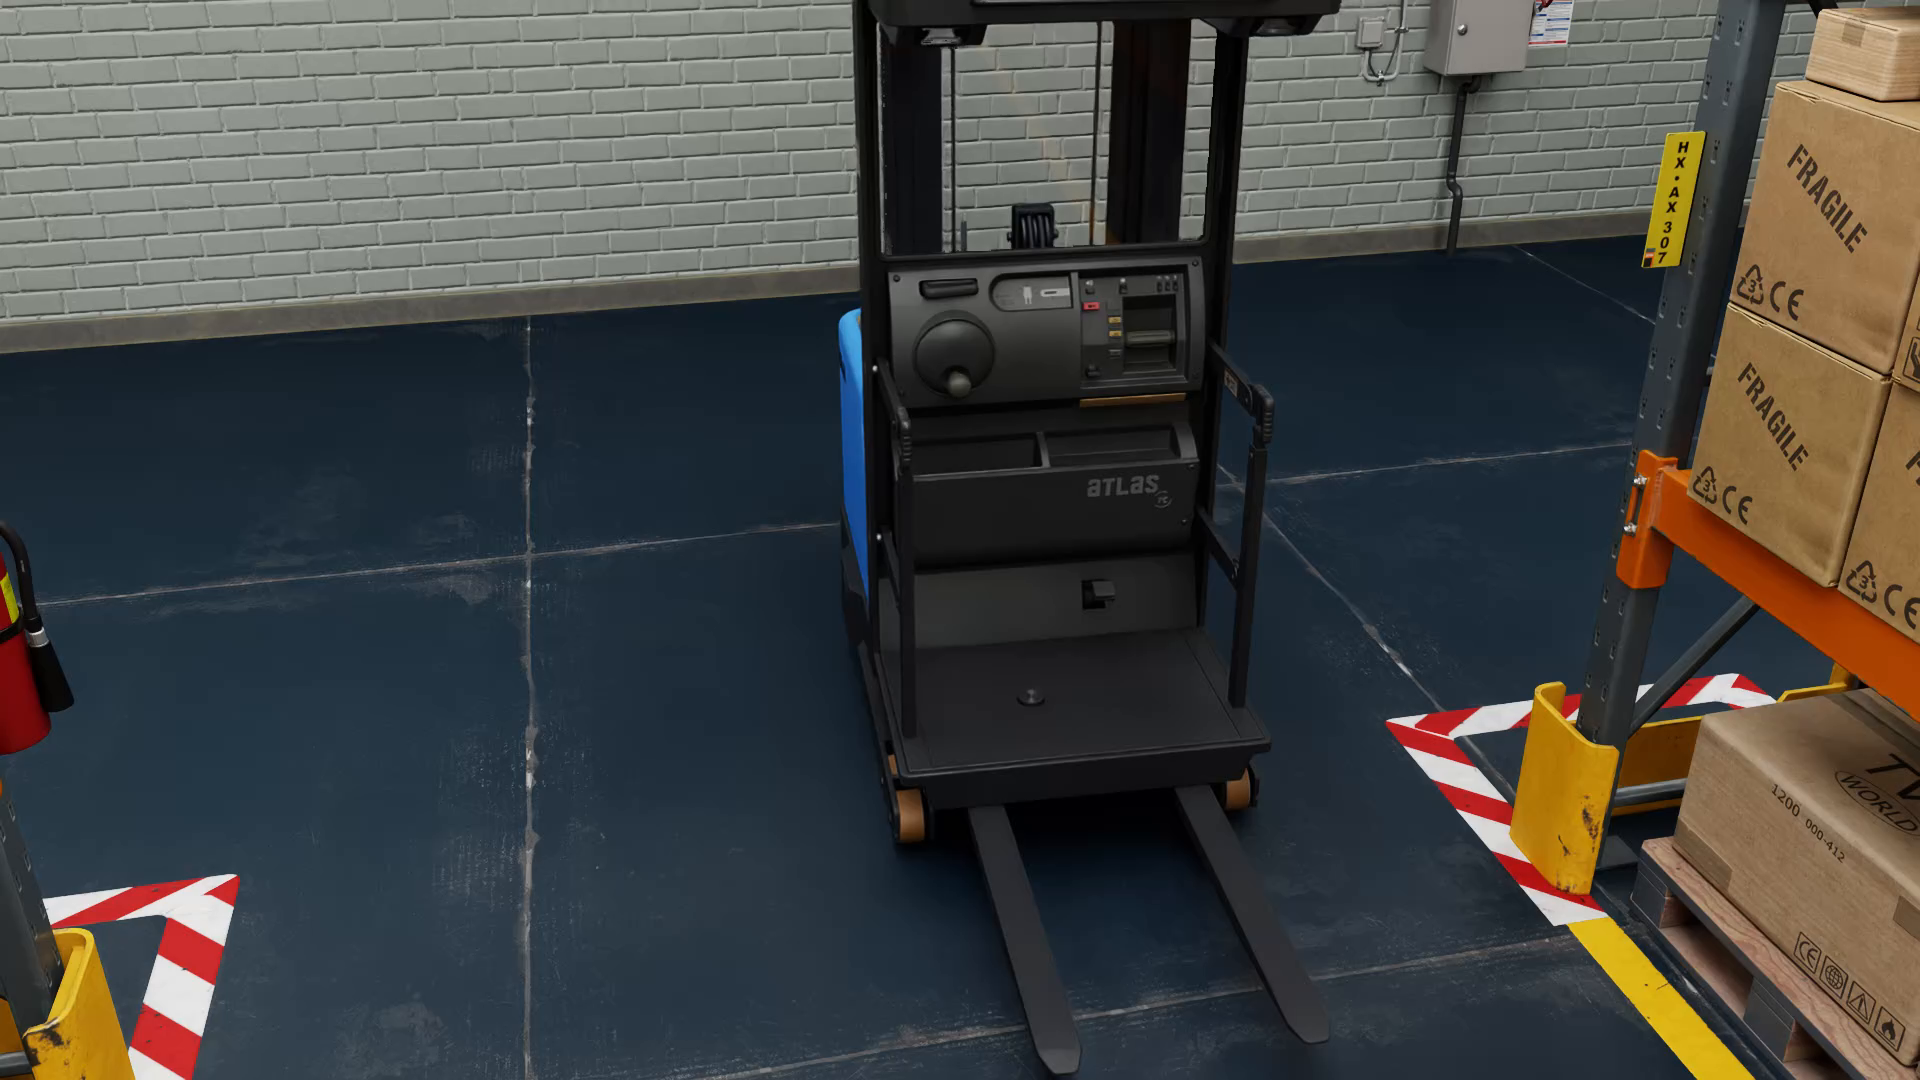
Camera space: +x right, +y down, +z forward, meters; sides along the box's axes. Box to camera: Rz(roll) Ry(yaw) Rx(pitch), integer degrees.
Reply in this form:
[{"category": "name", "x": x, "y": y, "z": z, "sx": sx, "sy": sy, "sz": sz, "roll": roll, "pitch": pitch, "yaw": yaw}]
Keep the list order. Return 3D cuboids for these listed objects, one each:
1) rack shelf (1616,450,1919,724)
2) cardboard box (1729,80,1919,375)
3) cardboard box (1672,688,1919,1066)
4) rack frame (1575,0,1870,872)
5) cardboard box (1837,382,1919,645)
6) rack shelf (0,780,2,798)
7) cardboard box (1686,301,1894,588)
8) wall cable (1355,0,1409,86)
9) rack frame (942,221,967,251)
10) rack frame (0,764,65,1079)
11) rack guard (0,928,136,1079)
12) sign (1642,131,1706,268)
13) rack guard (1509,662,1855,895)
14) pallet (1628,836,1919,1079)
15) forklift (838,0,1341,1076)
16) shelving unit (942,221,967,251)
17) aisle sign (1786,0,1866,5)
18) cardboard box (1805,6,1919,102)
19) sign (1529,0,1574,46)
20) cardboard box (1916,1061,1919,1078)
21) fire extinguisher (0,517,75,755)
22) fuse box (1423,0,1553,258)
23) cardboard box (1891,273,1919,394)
[{"category": "rack shelf", "x": 2.700, "y": 0.755, "z": 2.723, "sx": 1.077, "sy": 0.370, "sz": 4.000, "roll": -6, "pitch": 27, "yaw": -12}, {"category": "cardboard box", "x": 2.080, "y": -0.695, "z": 3.578, "sx": 0.500, "sy": 0.500, "sz": 0.500, "roll": -7, "pitch": 28, "yaw": -13}, {"category": "cardboard box", "x": 2.496, "y": 0.792, "z": 4.230, "sx": 0.875, "sy": 0.438, "sz": 0.875, "roll": -7, "pitch": 28, "yaw": -13}, {"category": "rack frame", "x": 2.250, "y": -0.444, "z": 4.301, "sx": 1.000, "sy": 3.000, "sz": 0.127, "roll": -6, "pitch": 27, "yaw": -12}, {"category": "cardboard box", "x": 2.219, "y": -0.030, "z": 3.369, "sx": 0.500, "sy": 0.500, "sz": 0.500, "roll": -6, "pitch": 27, "yaw": -12}, {"category": "rack shelf", "x": -2.100, "y": 1.302, "z": 1.640, "sx": 1.077, "sy": 0.370, "sz": 4.000, "roll": -6, "pitch": 27, "yaw": -12}, {"category": "cardboard box", "x": 2.078, "y": -0.249, "z": 3.803, "sx": 0.500, "sy": 0.500, "sz": 0.500, "roll": -6, "pitch": 27, "yaw": -12}, {"category": "wall cable", "x": 2.335, "y": -3.520, "z": 9.267, "sx": 0.588, "sy": 1.984, "sz": 0.122, "roll": -6, "pitch": 27, "yaw": -12}, {"category": "rack frame", "x": -0.092, "y": -0.715, "z": 6.836, "sx": 0.240, "sy": 1.200, "sz": 0.015, "roll": -6, "pitch": 27, "yaw": -12}, {"category": "rack frame", "x": -2.554, "y": 0.103, "z": 3.216, "sx": 0.949, "sy": 2.616, "sz": 0.053, "roll": -6, "pitch": 27, "yaw": -12}, {"category": "rack guard", "x": -2.533, "y": 1.252, "z": 3.714, "sx": 1.175, "sy": 0.500, "sz": 0.348, "roll": -6, "pitch": 27, "yaw": -12}, {"category": "sign", "x": 1.707, "y": -0.812, "z": 3.982, "sx": 0.100, "sy": 0.325, "sz": 0.005, "roll": -6, "pitch": 27, "yaw": -12}, {"category": "rack guard", "x": 2.244, "y": 0.661, "z": 4.885, "sx": 1.175, "sy": 0.500, "sz": 0.348, "roll": -6, "pitch": 27, "yaw": -12}, {"category": "pallet", "x": 2.506, "y": 1.144, "z": 4.250, "sx": 1.003, "sy": 0.211, "sz": 1.213, "roll": -6, "pitch": 27, "yaw": -12}, {"category": "forklift", "x": 0.295, "y": -0.578, "z": 4.643, "sx": 1.130, "sy": 2.935, "sz": 3.031, "roll": -4, "pitch": 27, "yaw": -8}, {"category": "shelving unit", "x": -0.037, "y": -0.608, "z": 6.624, "sx": 0.258, "sy": 1.200, "sz": 0.503, "roll": -6, "pitch": 27, "yaw": -12}, {"category": "aisle sign", "x": 1.951, "y": -1.607, "z": 3.719, "sx": 0.394, "sy": 0.787, "sz": 0.004, "roll": -6, "pitch": 27, "yaw": -12}, {"category": "cardboard box", "x": 2.060, "y": -1.041, "z": 3.542, "sx": 0.380, "sy": 0.149, "sz": 0.250, "roll": -5, "pitch": 27, "yaw": -11}, {"category": "sign", "x": 3.470, "y": -3.165, "z": 9.797, "sx": 0.329, "sy": 0.494, "sz": 0.001, "roll": -6, "pitch": 27, "yaw": -12}, {"category": "cardboard box", "x": 2.710, "y": 1.193, "z": 3.435, "sx": 0.875, "sy": 0.438, "sz": 0.875, "roll": -5, "pitch": 27, "yaw": -10}, {"category": "fire extinguisher", "x": -2.158, "y": 0.147, "z": 3.630, "sx": 0.296, "sy": 0.674, "sz": 0.183, "roll": -6, "pitch": 27, "yaw": -12}, {"category": "fuse box", "x": 3.036, "y": -2.491, "z": 9.787, "sx": 0.539, "sy": 1.711, "sz": 0.414, "roll": -6, "pitch": 27, "yaw": -12}, {"category": "cardboard box", "x": 2.203, "y": -0.469, "z": 3.130, "sx": 0.500, "sy": 0.500, "sz": 0.500, "roll": -7, "pitch": 28, "yaw": -13}]
